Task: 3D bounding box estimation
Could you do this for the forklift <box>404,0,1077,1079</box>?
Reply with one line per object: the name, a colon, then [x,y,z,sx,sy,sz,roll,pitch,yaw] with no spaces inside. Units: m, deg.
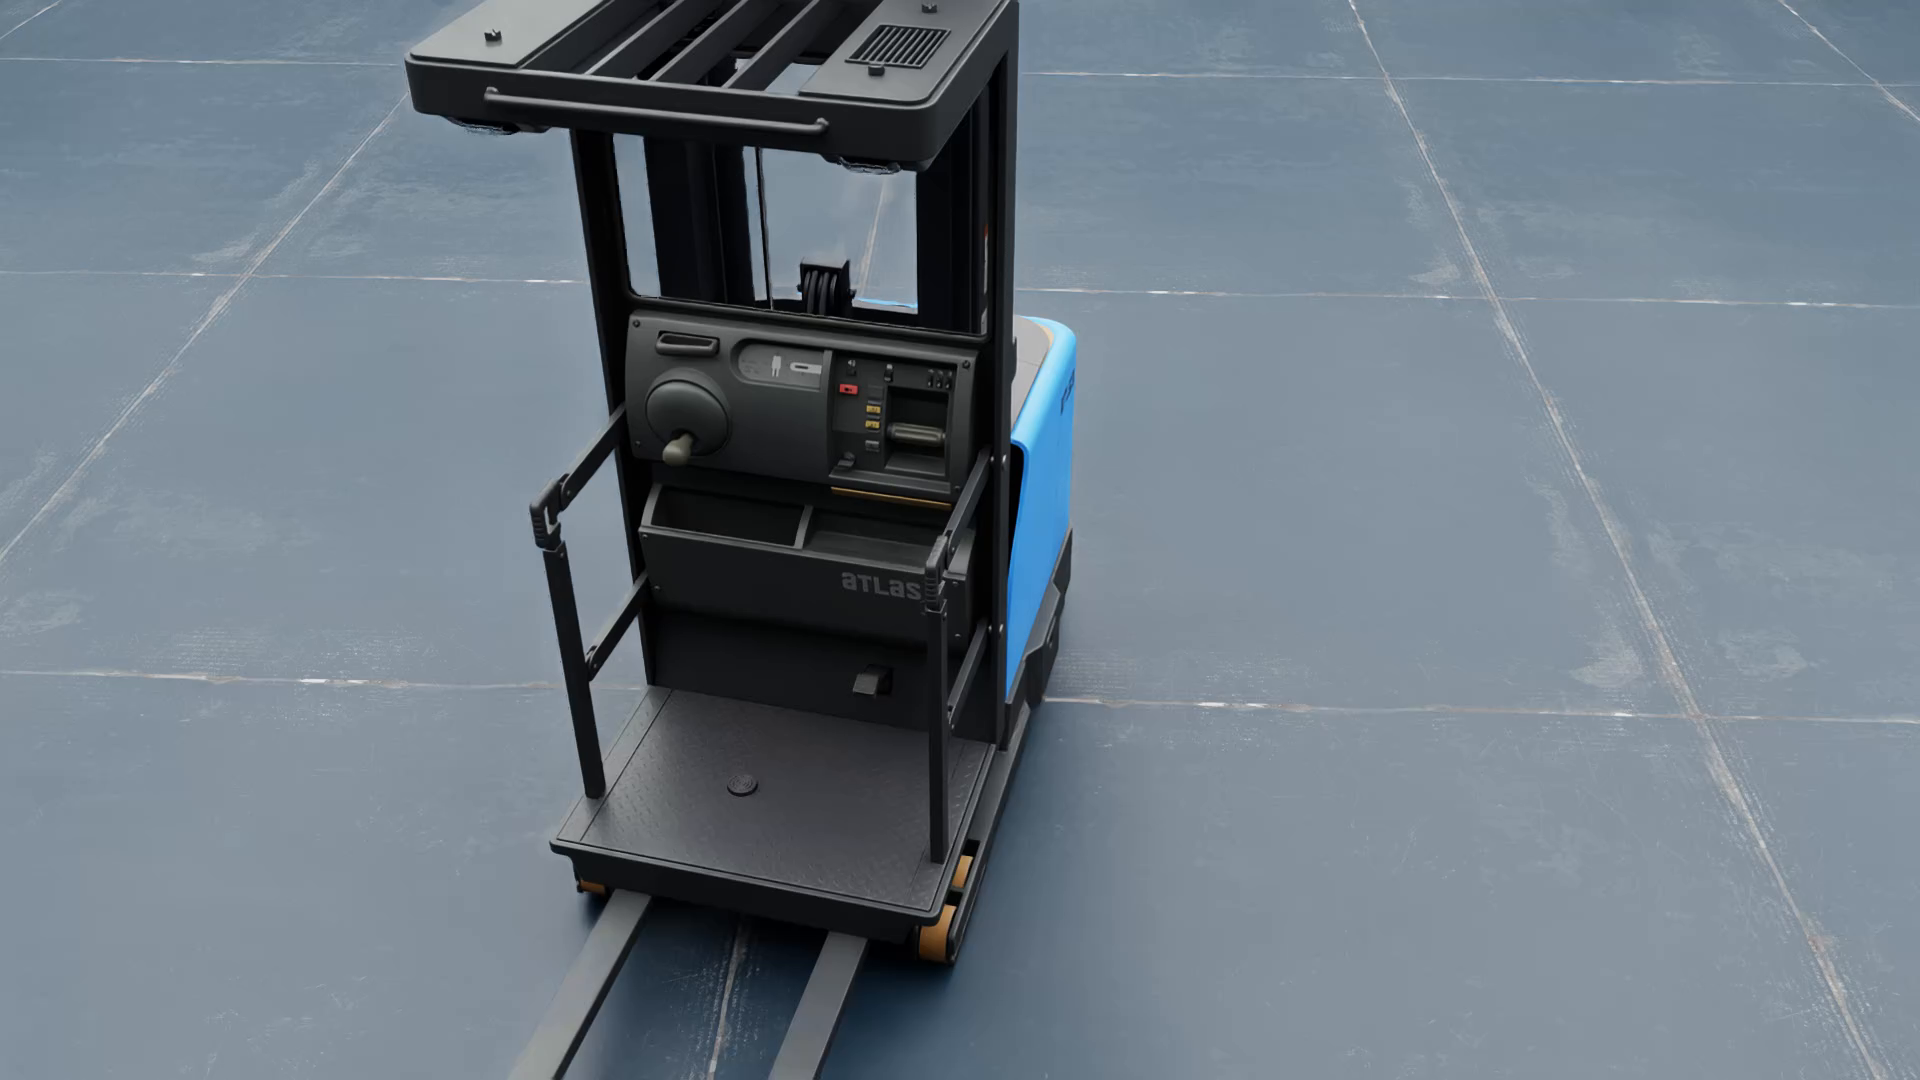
forklift: [-0.469,-0.281,4.101,1.130,2.935,3.031,8,36,12]
